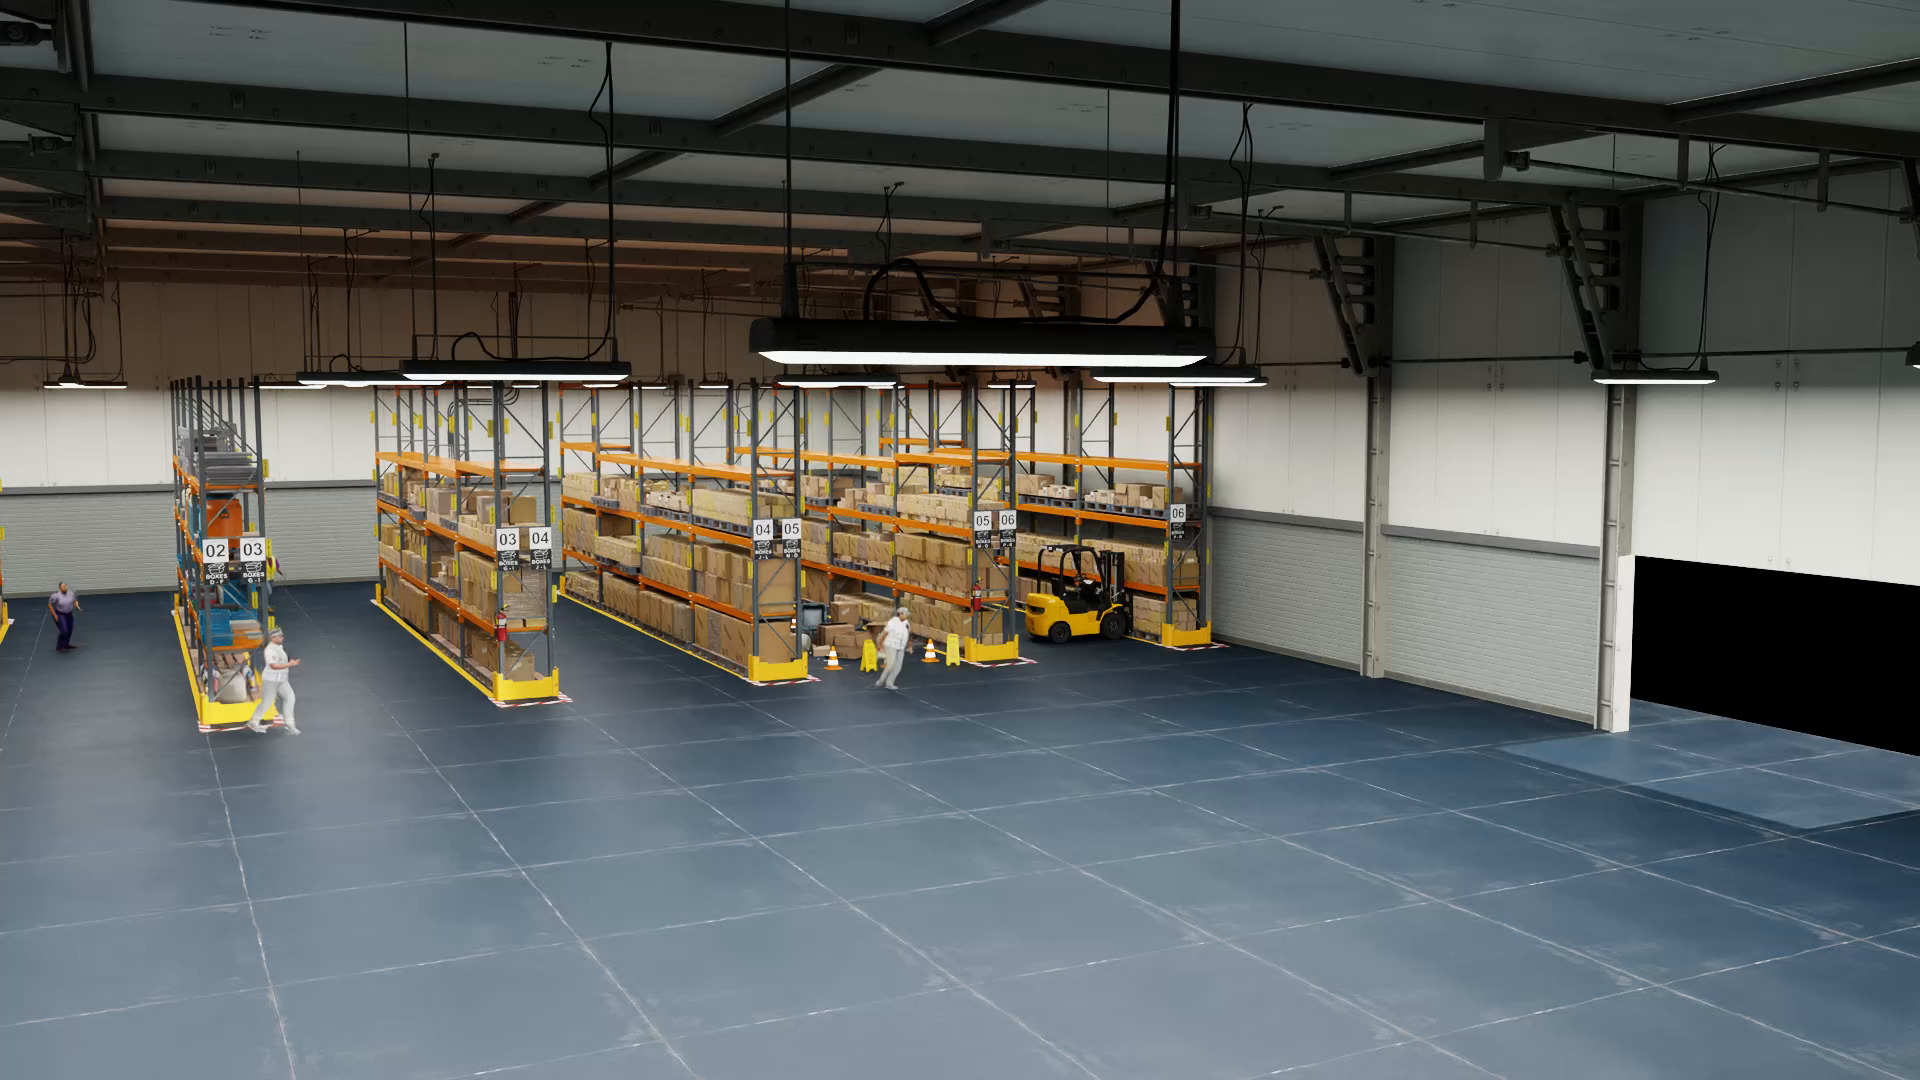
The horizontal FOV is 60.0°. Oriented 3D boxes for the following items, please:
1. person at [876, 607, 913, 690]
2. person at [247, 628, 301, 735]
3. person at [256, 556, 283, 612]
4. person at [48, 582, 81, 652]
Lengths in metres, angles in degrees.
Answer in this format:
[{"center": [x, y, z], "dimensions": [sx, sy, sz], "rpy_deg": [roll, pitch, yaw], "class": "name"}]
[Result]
[{"center": [-1.246, 2.085, 31.962], "dimensions": [0.649, 1.632, 0.602], "rpy_deg": [-4, 7, -39], "class": "person"}, {"center": [-11.454, 2.378, 27.753], "dimensions": [0.891, 1.827, 0.616], "rpy_deg": [0, 5, 0], "class": "person"}, {"center": [-18.050, 1.047, 43.418], "dimensions": [0.851, 1.716, 0.698], "rpy_deg": [2, 6, 24], "class": "person"}, {"center": [-19.786, 1.692, 36.818], "dimensions": [0.775, 1.590, 0.654], "rpy_deg": [2, 5, 21], "class": "person"}]
